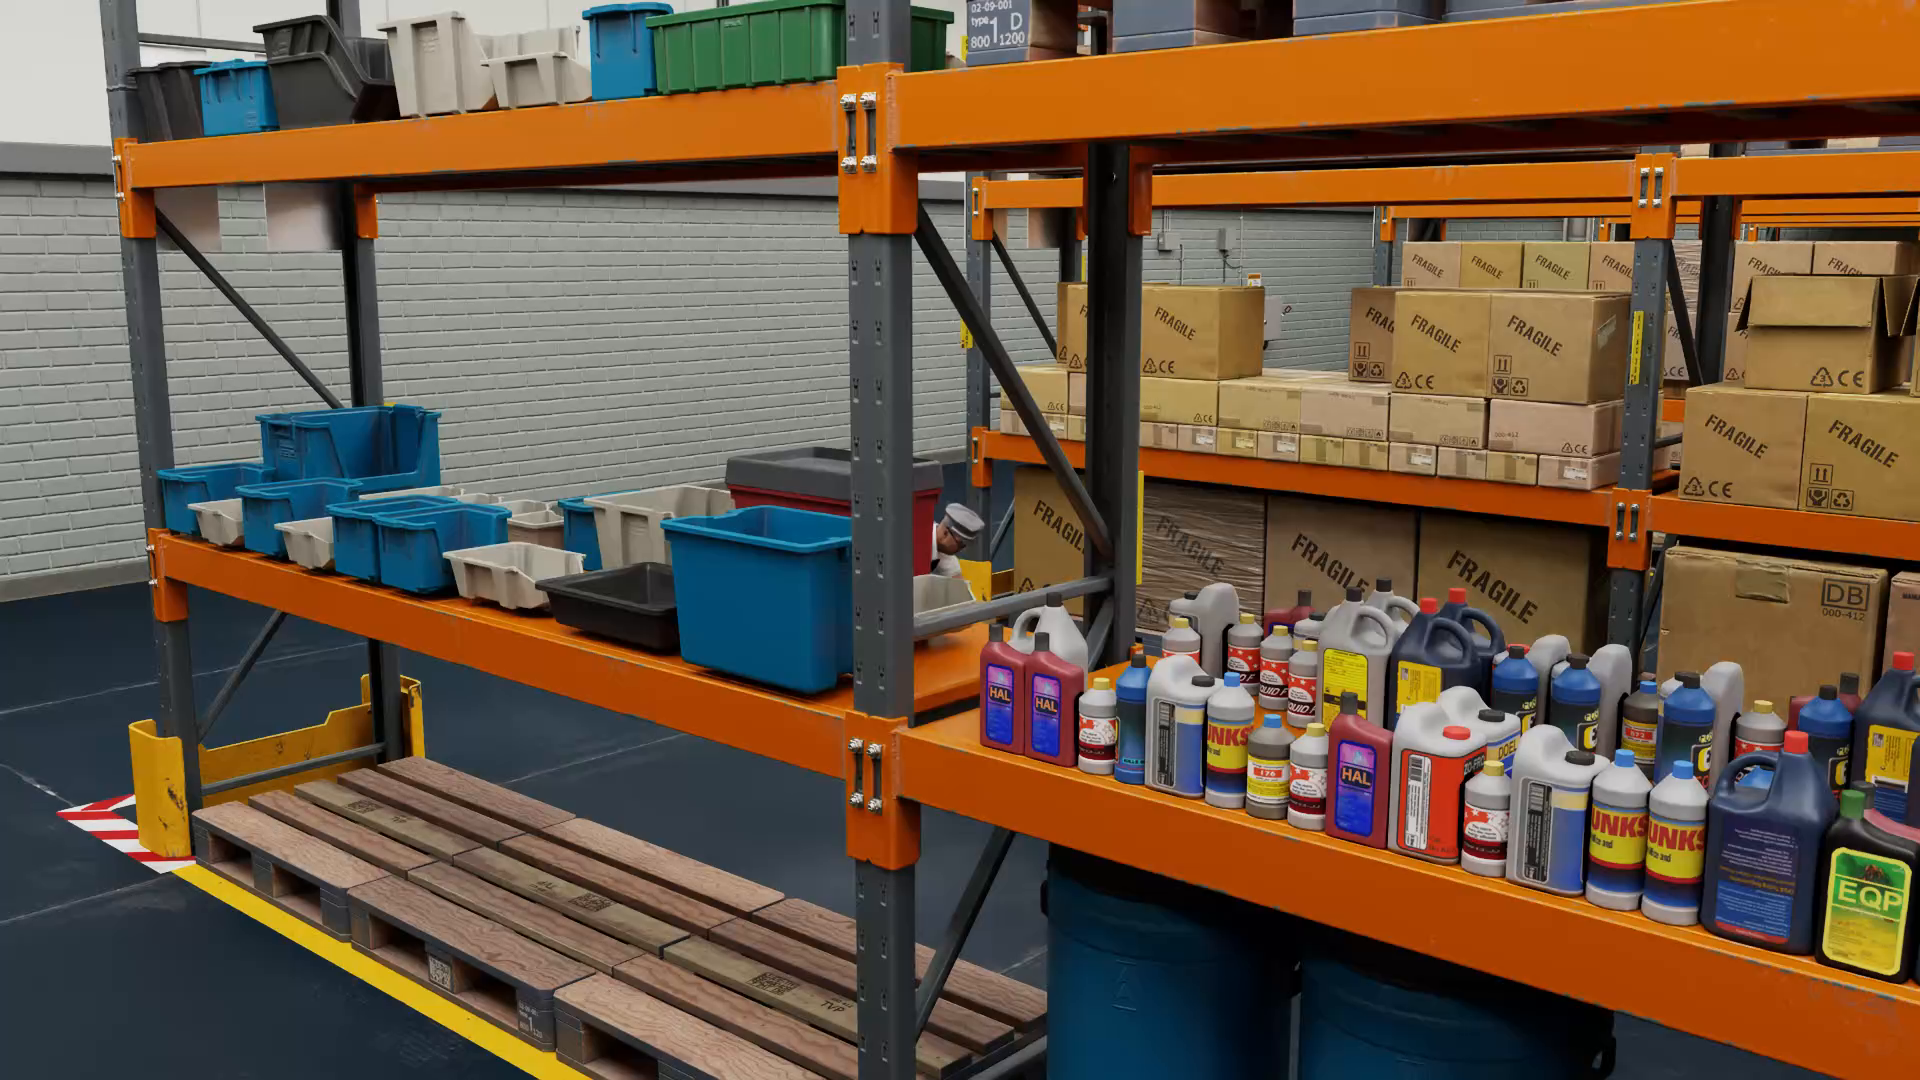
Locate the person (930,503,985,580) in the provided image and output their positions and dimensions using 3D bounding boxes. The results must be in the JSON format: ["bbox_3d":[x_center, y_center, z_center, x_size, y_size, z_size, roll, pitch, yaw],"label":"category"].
[{"bbox_3d":[-0.276,0.284,9.468,0.926,1.001,0.562,5,11,26],"label":"person"}]
